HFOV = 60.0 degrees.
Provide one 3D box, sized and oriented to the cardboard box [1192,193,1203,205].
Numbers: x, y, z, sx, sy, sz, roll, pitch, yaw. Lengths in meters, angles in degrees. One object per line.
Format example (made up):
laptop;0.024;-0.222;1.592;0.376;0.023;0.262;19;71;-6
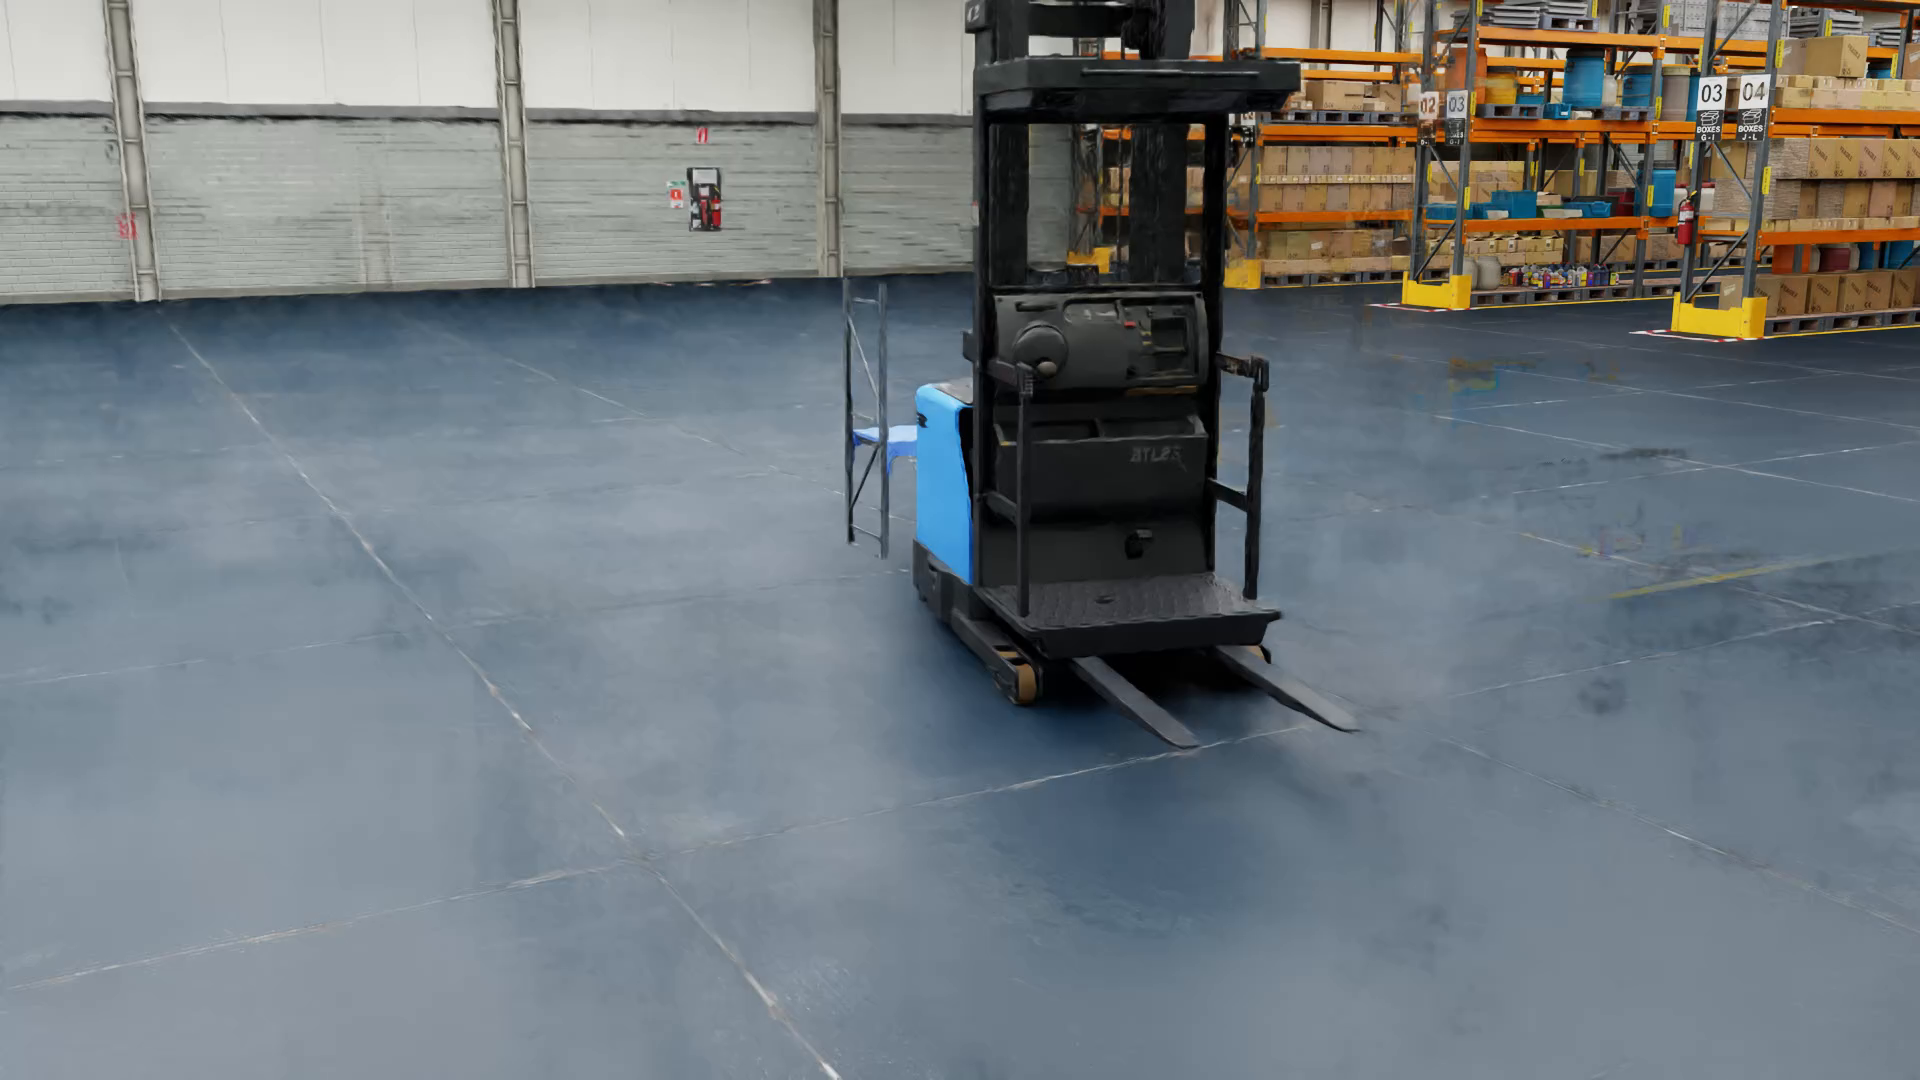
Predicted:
cardboard box;4.914;-7.116;34.694;0.500;0.250;0.500;-7;14;-28

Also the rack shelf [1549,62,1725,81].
rack shelf;13.703;-9.452;33.664;4.000;0.370;1.077;-7;14;-28

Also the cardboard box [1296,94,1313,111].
cardboard box;6.298;-7.943;30.168;0.500;0.311;0.500;-5;14;-21

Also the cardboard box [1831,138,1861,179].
cardboard box;11.162;-4.901;21.373;0.500;0.500;0.500;-7;14;-28

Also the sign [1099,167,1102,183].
sign;2.809;-7.292;33.206;0.005;0.325;0.100;-7;14;-28

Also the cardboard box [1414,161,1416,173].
cardboard box;10.118;-8.386;37.382;0.500;0.250;0.500;-6;14;-27

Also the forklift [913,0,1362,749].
forklift;0.655;-0.863;6.768;1.130;2.935;3.031;-3;13;-15

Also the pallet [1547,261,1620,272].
pallet;12.621;-5.572;33.888;1.213;0.211;1.003;-7;14;-28

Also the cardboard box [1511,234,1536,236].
cardboard box;11.347;-6.000;33.466;0.500;0.311;0.500;-6;14;-26

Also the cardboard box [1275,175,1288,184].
cardboard box;5.603;-6.413;29.568;0.250;0.149;0.380;-7;15;-29

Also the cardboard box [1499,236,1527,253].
cardboard box;10.708;-5.787;32.521;0.500;0.311;0.500;-7;14;-28

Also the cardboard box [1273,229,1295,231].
cardboard box;6.124;-5.471;30.684;0.500;0.500;0.500;-7;14;-28

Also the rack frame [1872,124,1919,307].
rack frame;13.180;-4.531;22.910;0.127;3.000;1.000;-7;14;-28

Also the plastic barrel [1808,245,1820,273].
plastic barrel;15.191;-5.029;29.832;0.421;0.512;0.421;0;13;0

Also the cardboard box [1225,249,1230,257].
cardboard box;5.604;-6.165;35.622;0.250;0.166;0.380;-9;16;-35

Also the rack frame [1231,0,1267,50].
rack frame;6.059;-10.321;34.977;0.127;3.000;1.000;-7;14;-28

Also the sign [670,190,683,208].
sign;-5.240;-6.310;30.732;0.234;0.329;0.001;-7;14;-28

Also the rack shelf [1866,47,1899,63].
rack shelf;16.073;-8.497;29.421;4.000;0.370;1.077;-7;14;-28

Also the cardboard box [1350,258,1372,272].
cardboard box;7.259;-5.107;30.775;0.500;0.250;0.500;-7;14;-28

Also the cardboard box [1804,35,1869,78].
cardboard box;11.101;-6.115;21.075;0.500;0.500;0.500;-7;14;-28

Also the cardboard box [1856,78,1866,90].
cardboard box;11.376;-5.845;21.350;0.250;0.149;0.380;-7;14;-28

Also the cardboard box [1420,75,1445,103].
cardboard box;8.997;-8.459;31.208;0.500;0.500;0.500;-7;14;-27

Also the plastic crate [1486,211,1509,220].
plastic crate;8.235;-4.968;25.454;0.250;0.136;0.298;-7;14;-28

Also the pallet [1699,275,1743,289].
pallet;13.619;-4.472;28.999;1.213;0.211;1.003;-7;14;-28

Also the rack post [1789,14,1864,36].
rack post;14.934;-8.880;28.745;0.937;0.300;0.954;-7;14;-28

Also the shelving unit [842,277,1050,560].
shelving unit;-0.075;-0.723;9.405;1.048;1.500;0.538;-7;14;-28

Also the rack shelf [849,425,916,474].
rack shelf;-0.075;-0.547;9.444;1.000;0.185;0.538;-7;14;-28

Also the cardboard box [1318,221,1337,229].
cardboard box;7.984;-6.988;36.810;0.500;0.250;0.500;-7;14;-28

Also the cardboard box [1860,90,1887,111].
cardboard box;11.556;-5.664;21.454;0.500;0.250;0.500;-6;14;-26

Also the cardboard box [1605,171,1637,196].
cardboard box;13.340;-7.262;33.863;0.500;0.500;0.700;-4;13;-17

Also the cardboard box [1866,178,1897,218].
cardboard box;11.909;-4.572;22.186;0.500;0.500;0.875;-7;14;-28

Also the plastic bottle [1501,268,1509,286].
plastic bottle;8.791;-4.248;26.836;0.133;0.283;0.061;-6;14;-26

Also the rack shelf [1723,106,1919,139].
rack shelf;11.424;-5.433;21.725;4.000;0.370;1.077;-7;14;-28

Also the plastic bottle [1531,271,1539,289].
plastic bottle;9.036;-4.079;26.114;0.097;0.271;0.097;0;13;0

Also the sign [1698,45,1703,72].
sign;9.420;-6.115;21.099;0.005;0.325;0.100;-7;14;-28

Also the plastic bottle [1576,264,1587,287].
plastic bottle;9.927;-4.230;26.606;0.185;0.351;0.144;-7;14;-28

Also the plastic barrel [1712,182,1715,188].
plastic barrel;12.775;-5.733;27.941;0.433;0.535;0.433;0;13;0

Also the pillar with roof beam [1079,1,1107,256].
pillar with roof beam;4.811;-9.311;30.488;0.400;9.000;9.100;-7;14;-28

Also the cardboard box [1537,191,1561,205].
cardboard box;11.607;-6.788;33.142;0.500;0.311;0.500;-6;14;-24

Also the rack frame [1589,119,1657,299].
rack frame;10.806;-5.485;27.152;0.127;3.000;1.000;-7;14;-28

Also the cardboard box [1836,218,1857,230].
cardboard box;11.396;-4.111;21.615;0.250;0.149;0.380;-7;14;-28

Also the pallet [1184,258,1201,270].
pallet;4.415;-5.828;35.023;1.213;0.211;1.003;-7;14;-28

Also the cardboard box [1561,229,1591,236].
cardboard box;12.703;-6.373;34.077;0.500;0.250;0.500;-6;14;-26

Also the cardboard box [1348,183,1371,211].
cardboard box;7.148;-6.333;30.688;0.500;0.500;0.700;-7;14;-27

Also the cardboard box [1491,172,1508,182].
cardboard box;12.354;-8.287;38.650;0.500;0.500;0.500;-7;14;-27

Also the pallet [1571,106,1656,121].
pallet;10.220;-6.762;26.422;1.003;0.211;1.213;-7;14;-28

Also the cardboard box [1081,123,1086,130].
cardboard box;2.793;-8.589;33.835;0.500;0.500;0.500;-6;14;-24

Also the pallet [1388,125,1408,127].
pallet;10.110;-9.265;37.543;1.003;0.211;1.213;-6;14;-25

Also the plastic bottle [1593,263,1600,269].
plastic bottle;10.310;-4.312;26.970;0.185;0.351;0.144;-7;14;-28

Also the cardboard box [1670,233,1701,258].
cardboard box;15.162;-6.170;34.885;0.500;0.500;0.500;-7;14;-28

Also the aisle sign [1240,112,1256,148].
aisle sign;5.014;-7.222;28.947;0.004;0.787;0.394;-7;14;-28

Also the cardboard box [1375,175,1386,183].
cardboard box;7.624;-6.654;30.640;0.250;0.149;0.380;-7;14;-28

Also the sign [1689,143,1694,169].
sign;9.420;-4.938;21.363;0.005;0.325;0.100;-7;14;-28

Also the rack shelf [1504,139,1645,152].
rack shelf;14.837;-9.559;40.059;4.000;0.370;1.077;-7;14;-28
